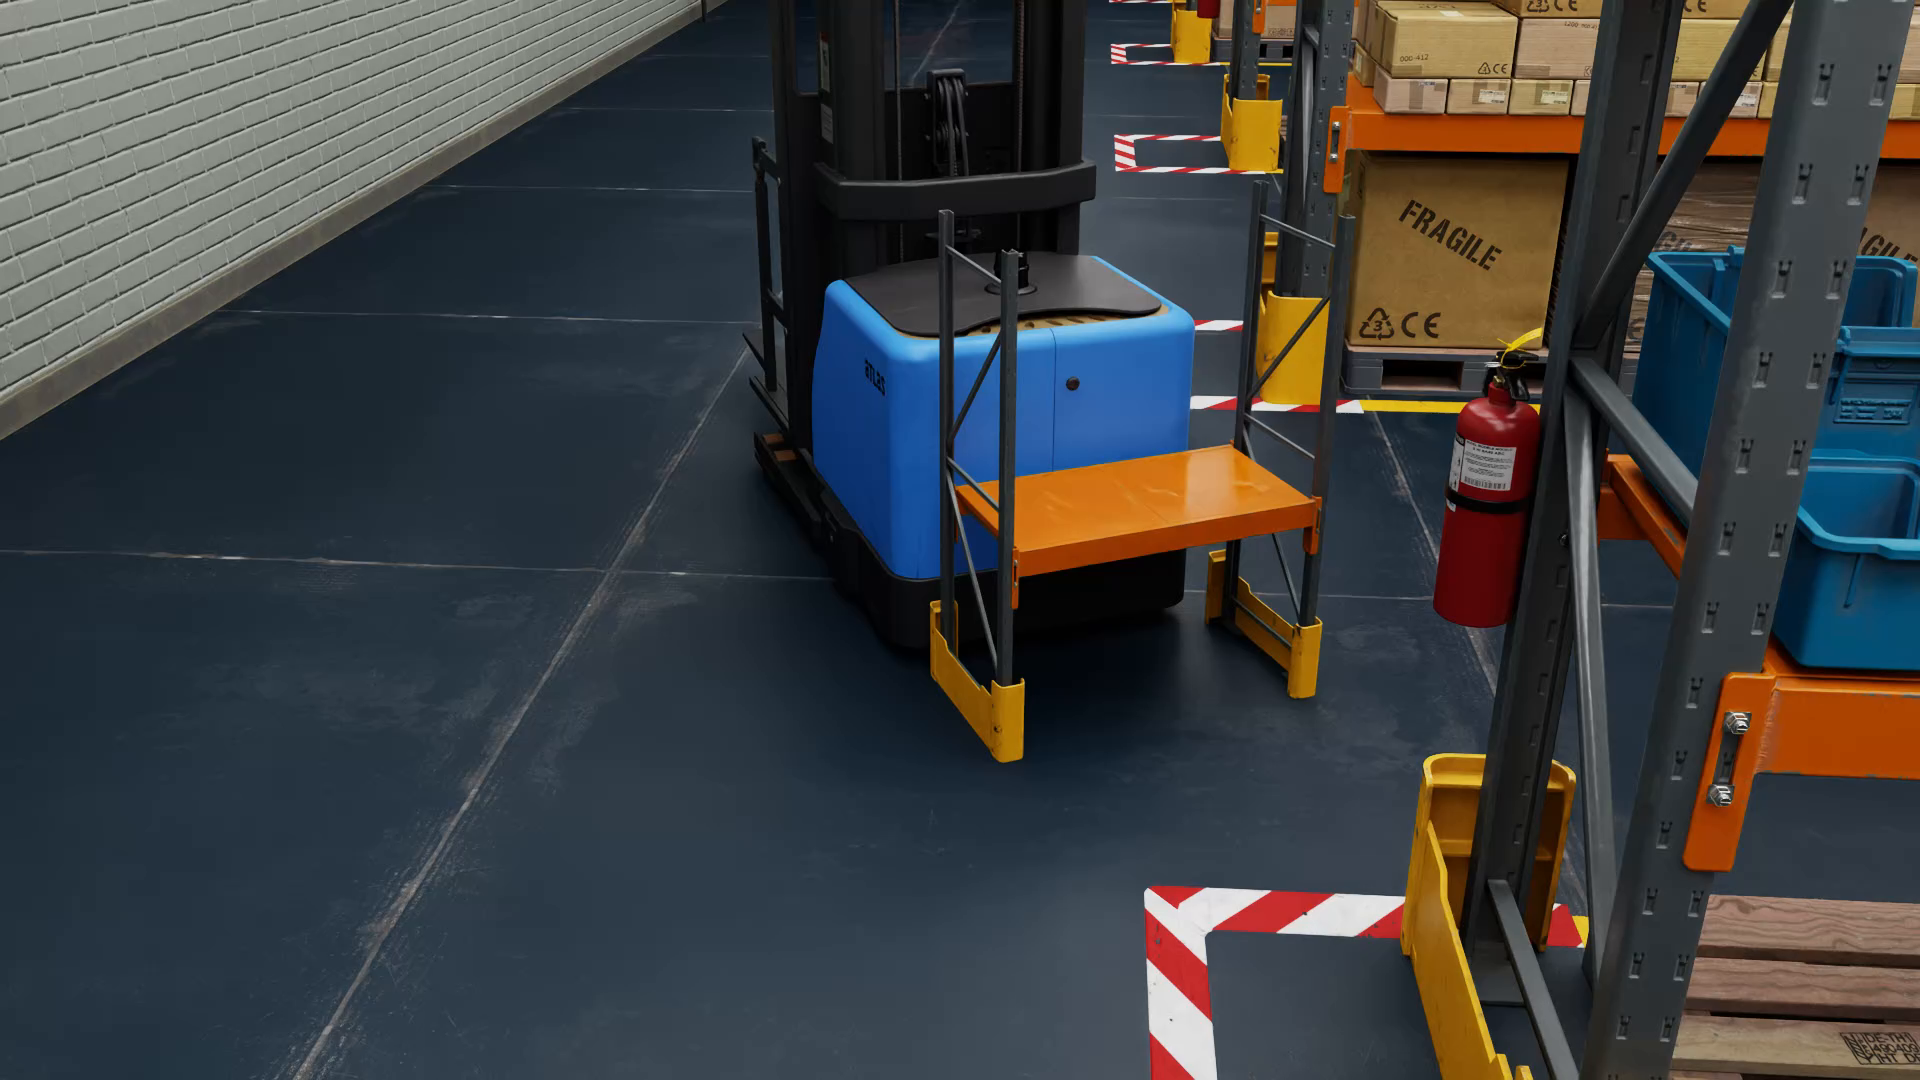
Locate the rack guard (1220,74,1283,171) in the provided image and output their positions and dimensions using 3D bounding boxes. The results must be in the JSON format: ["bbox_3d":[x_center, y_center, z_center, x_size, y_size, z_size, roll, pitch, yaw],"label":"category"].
[{"bbox_3d":[2.179,-3.149,12.495,0.348,0.500,1.175,2,25,4],"label":"rack guard"}]

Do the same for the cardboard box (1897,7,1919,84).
[{"bbox_3d":[4.125,-2.098,7.045,0.500,0.250,0.500,2,25,5],"label":"cardboard box"}]

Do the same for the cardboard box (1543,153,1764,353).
[{"bbox_3d":[3.174,-1.432,7.813,0.875,0.875,0.875,2,25,4],"label":"cardboard box"}]

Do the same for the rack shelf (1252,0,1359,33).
[{"bbox_3d":[4.097,-3.896,11.989,4.000,0.370,1.077,2,25,4],"label":"rack shelf"}]

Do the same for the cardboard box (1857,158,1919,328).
[{"bbox_3d":[4.061,-1.404,7.751,0.875,0.875,0.875,2,25,4],"label":"cardboard box"}]

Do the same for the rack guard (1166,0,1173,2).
[{"bbox_3d":[2.833,-7.284,21.482,0.348,0.500,1.175,2,25,4],"label":"rack guard"}]

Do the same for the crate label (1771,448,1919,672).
[{"bbox_3d":[1.464,0.036,2.713,0.303,0.233,0.416,2,25,4],"label":"crate label"}]

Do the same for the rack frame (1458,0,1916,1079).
[{"bbox_3d":[1.243,-0.158,3.006,0.127,3.000,1.000,2,25,4],"label":"rack frame"}]

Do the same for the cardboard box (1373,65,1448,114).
[{"bbox_3d":[1.951,-1.960,7.221,0.250,0.149,0.380,2,25,5],"label":"cardboard box"}]

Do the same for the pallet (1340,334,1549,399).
[{"bbox_3d":[2.426,-0.963,8.090,1.213,0.211,1.003,2,25,4],"label":"pallet"}]

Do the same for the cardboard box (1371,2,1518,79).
[{"bbox_3d":[2.080,-2.162,7.183,0.500,0.250,0.500,1,25,3],"label":"cardboard box"}]

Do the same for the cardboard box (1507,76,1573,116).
[{"bbox_3d":[2.462,-1.944,7.187,0.250,0.149,0.380,1,25,3],"label":"cardboard box"}]

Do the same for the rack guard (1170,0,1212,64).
[{"bbox_3d":[2.357,-5.218,16.992,0.348,0.500,1.175,2,25,4],"label":"rack guard"}]

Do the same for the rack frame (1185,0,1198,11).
[{"bbox_3d":[2.381,-6.353,16.468,0.127,3.000,1.000,2,25,4],"label":"rack frame"}]

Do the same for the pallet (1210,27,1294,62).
[{"bbox_3d":[3.184,-5.093,17.066,1.213,0.211,1.003,2,25,4],"label":"pallet"}]

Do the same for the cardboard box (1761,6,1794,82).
[{"bbox_3d":[3.621,-2.116,7.083,0.500,0.250,0.500,1,25,3],"label":"cardboard box"}]

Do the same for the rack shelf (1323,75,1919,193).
[{"bbox_3d":[3.617,-1.832,7.503,4.000,0.370,1.077,2,25,4],"label":"rack shelf"}]

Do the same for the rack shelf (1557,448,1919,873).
[{"bbox_3d":[3.237,0.232,3.017,4.000,0.370,1.077,2,25,4],"label":"rack shelf"}]

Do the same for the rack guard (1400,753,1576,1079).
[{"bbox_3d":[1.218,0.982,3.518,0.348,0.500,1.175,2,25,4],"label":"rack guard"}]

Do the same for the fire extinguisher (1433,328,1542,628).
[{"bbox_3d":[1.128,-0.148,3.522,0.183,0.674,0.296,2,25,4],"label":"fire extinguisher"}]

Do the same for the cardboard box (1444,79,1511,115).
[{"bbox_3d":[2.207,-1.952,7.204,0.250,0.149,0.380,1,25,3],"label":"cardboard box"}]

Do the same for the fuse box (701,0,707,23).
[{"bbox_3d":[-2.937,-6.809,19.001,0.414,1.711,0.539,2,25,4],"label":"fuse box"}]

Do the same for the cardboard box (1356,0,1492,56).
[{"bbox_3d":[2.126,-2.385,7.668,0.500,0.250,0.500,1,25,3],"label":"cardboard box"}]

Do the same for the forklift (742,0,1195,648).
[{"bbox_3d":[-0.206,-1.577,6.171,1.130,2.935,3.031,-8,26,-18],"label":"forklift"}]

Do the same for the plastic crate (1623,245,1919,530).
[{"bbox_3d":[1.592,-0.269,3.132,0.499,0.435,0.616,2,25,4],"label":"plastic crate"}]

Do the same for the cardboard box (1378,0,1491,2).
[{"bbox_3d":[2.128,-2.724,7.509,0.500,0.500,0.500,2,25,5],"label":"cardboard box"}]

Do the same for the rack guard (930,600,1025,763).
[{"bbox_3d":[0.045,0.417,5.044,0.087,0.250,0.587,-9,26,-20],"label":"rack guard"}]

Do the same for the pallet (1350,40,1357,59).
[{"bbox_3d":[4.398,-5.053,16.979,1.213,0.211,1.003,2,25,4],"label":"pallet"}]

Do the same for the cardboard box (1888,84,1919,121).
[{"bbox_3d":[4.000,-1.895,7.080,0.250,0.149,0.380,1,25,3],"label":"cardboard box"}]

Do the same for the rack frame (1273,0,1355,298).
[{"bbox_3d":[1.623,-2.223,7.492,0.127,3.000,1.000,2,25,4],"label":"rack frame"}]

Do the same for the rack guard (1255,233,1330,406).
[{"bbox_3d":[1.599,-1.088,8.016,0.348,0.500,1.175,2,25,4],"label":"rack guard"}]

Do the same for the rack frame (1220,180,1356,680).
[{"bbox_3d":[0.990,-0.307,5.122,0.032,1.500,0.500,-9,26,-20],"label":"rack frame"}]

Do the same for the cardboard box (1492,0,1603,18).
[{"bbox_3d":[2.579,-2.486,6.992,0.500,0.500,0.500,1,25,3],"label":"cardboard box"}]

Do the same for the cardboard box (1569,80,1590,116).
[{"bbox_3d":[2.723,-1.936,7.170,0.250,0.149,0.380,1,25,3],"label":"cardboard box"}]

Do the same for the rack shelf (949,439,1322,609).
[{"bbox_3d":[0.517,-0.065,5.027,1.000,0.185,0.538,-9,26,-20],"label":"rack shelf"}]

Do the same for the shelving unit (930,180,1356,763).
[{"bbox_3d":[0.509,-0.227,4.949,1.083,1.500,0.587,-9,26,-20],"label":"shelving unit"}]

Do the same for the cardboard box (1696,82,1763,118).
[{"bbox_3d":[3.233,-1.920,7.134,0.250,0.149,0.380,2,25,3],"label":"cardboard box"}]

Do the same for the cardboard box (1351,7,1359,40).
[{"bbox_3d":[3.960,-5.375,16.905,0.875,0.438,0.875,2,25,5],"label":"cardboard box"}]

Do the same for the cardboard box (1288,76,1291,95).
[{"bbox_3d":[2.651,-3.420,12.645,0.250,0.149,0.380,1,25,3],"label":"cardboard box"}]

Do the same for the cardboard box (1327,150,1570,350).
[{"bbox_3d":[2.267,-1.461,7.876,0.875,0.875,0.875,2,25,4],"label":"cardboard box"}]

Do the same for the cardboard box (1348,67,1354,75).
[{"bbox_3d":[2.883,-3.336,12.107,0.250,0.149,0.380,2,25,5],"label":"cardboard box"}]

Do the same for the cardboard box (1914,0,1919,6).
[{"bbox_3d":[4.143,-2.658,7.364,0.500,0.500,0.500,1,25,2],"label":"cardboard box"}]

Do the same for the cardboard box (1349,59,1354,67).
[{"bbox_3d":[2.896,-3.509,12.485,0.250,0.149,0.380,2,25,5],"label":"cardboard box"}]

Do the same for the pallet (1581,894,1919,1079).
[{"bbox_3d":[2.063,1.151,3.496,1.213,0.211,1.003,2,25,4],"label":"pallet"}]

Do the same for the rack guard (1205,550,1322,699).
[{"bbox_3d":[0.971,0.264,5.377,0.087,0.250,0.587,-9,26,-20],"label":"rack guard"}]

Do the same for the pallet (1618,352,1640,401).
[{"bbox_3d":[3.639,-0.923,8.003,1.213,0.211,1.003,2,25,4],"label":"pallet"}]

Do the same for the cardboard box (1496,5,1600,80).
[{"bbox_3d":[2.599,-2.148,7.153,0.500,0.250,0.500,2,25,3],"label":"cardboard box"}]

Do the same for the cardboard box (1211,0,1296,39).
[{"bbox_3d":[3.047,-5.400,16.961,0.875,0.438,0.875,1,25,2],"label":"cardboard box"}]

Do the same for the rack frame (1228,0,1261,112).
[{"bbox_3d":[2.103,-4.287,11.978,0.127,3.000,1.000,2,25,4],"label":"rack frame"}]

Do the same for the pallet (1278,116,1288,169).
[{"bbox_3d":[2.986,-2.977,12.467,1.213,0.211,1.003,2,25,4],"label":"pallet"}]

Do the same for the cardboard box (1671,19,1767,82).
[{"bbox_3d":[3.100,-2.130,7.115,0.500,0.250,0.500,1,25,2],"label":"cardboard box"}]

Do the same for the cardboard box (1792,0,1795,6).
[{"bbox_3d":[3.659,-2.337,7.564,0.500,0.250,0.500,2,25,4],"label":"cardboard box"}]

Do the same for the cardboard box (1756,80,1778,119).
[{"bbox_3d":[3.485,-1.911,7.115,0.250,0.149,0.380,1,25,3],"label":"cardboard box"}]

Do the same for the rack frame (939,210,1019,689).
[{"bbox_3d":[0.044,-0.150,4.782,0.032,1.500,0.500,-9,26,-20],"label":"rack frame"}]

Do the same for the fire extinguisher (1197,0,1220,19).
[{"bbox_3d":[1.887,-4.283,12.507,0.183,0.674,0.296,2,25,4],"label":"fire extinguisher"}]

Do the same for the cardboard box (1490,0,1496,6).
[{"bbox_3d":[2.632,-2.368,7.632,0.500,0.250,0.500,1,25,3],"label":"cardboard box"}]

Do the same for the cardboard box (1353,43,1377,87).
[{"bbox_3d":[2.003,-2.234,7.818,0.250,0.149,0.380,2,25,5],"label":"cardboard box"}]

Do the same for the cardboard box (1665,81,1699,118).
[{"bbox_3d":[2.976,-1.928,7.151,0.250,0.149,0.380,1,25,3],"label":"cardboard box"}]

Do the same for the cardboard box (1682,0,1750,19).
[{"bbox_3d":[3.096,-2.472,6.961,0.500,0.500,0.500,1,25,3],"label":"cardboard box"}]
